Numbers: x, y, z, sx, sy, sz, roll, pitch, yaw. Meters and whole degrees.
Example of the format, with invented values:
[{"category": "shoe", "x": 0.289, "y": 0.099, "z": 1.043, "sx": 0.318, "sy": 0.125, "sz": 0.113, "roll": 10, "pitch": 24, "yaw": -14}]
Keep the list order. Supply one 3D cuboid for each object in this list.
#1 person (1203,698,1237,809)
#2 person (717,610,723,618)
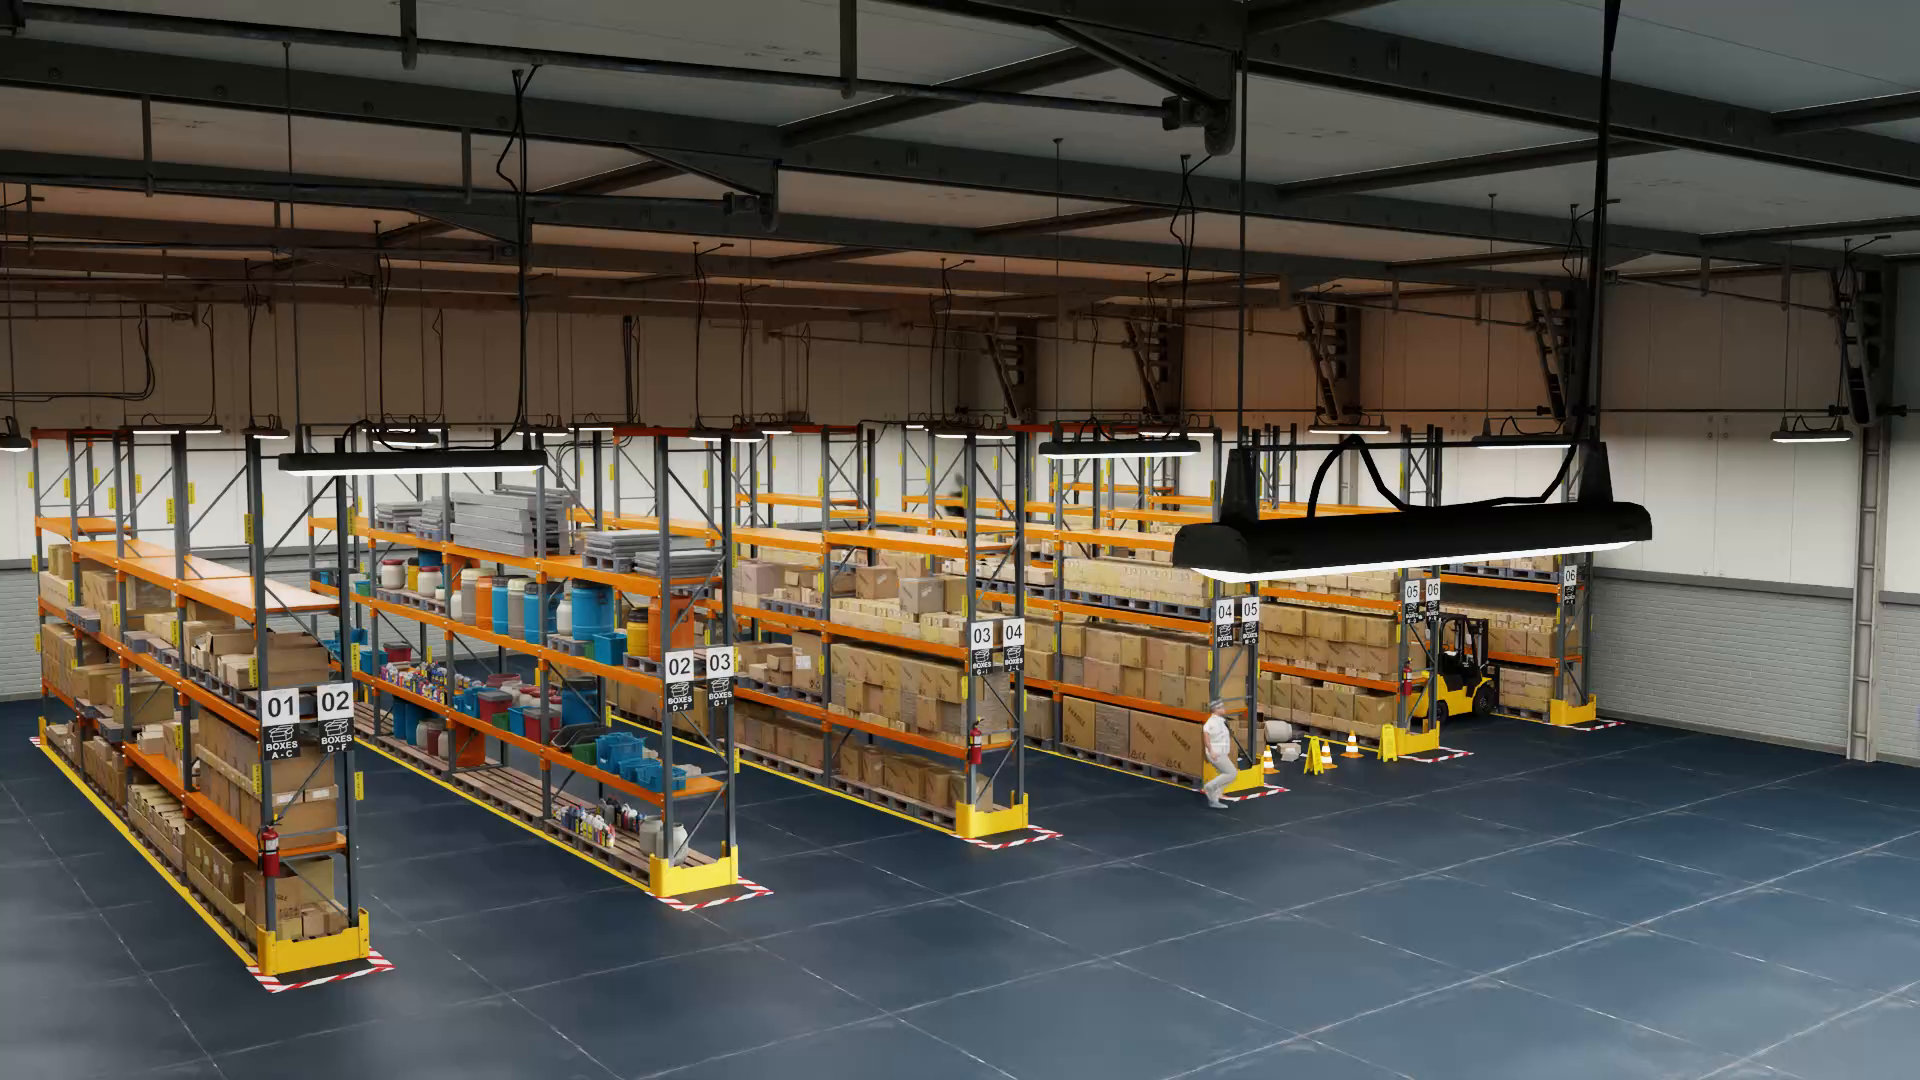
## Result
[{"category": "person", "x": 4.170, "y": 3.393, "z": 26.554, "sx": 0.539, "sy": 1.707, "sz": 0.700, "roll": 1, "pitch": 5, "yaw": 15}, {"category": "person", "x": -5.916, "y": 2.164, "z": 41.441, "sx": 0.675, "sy": 1.565, "sz": 0.617, "roll": -4, "pitch": 6, "yaw": -38}]
